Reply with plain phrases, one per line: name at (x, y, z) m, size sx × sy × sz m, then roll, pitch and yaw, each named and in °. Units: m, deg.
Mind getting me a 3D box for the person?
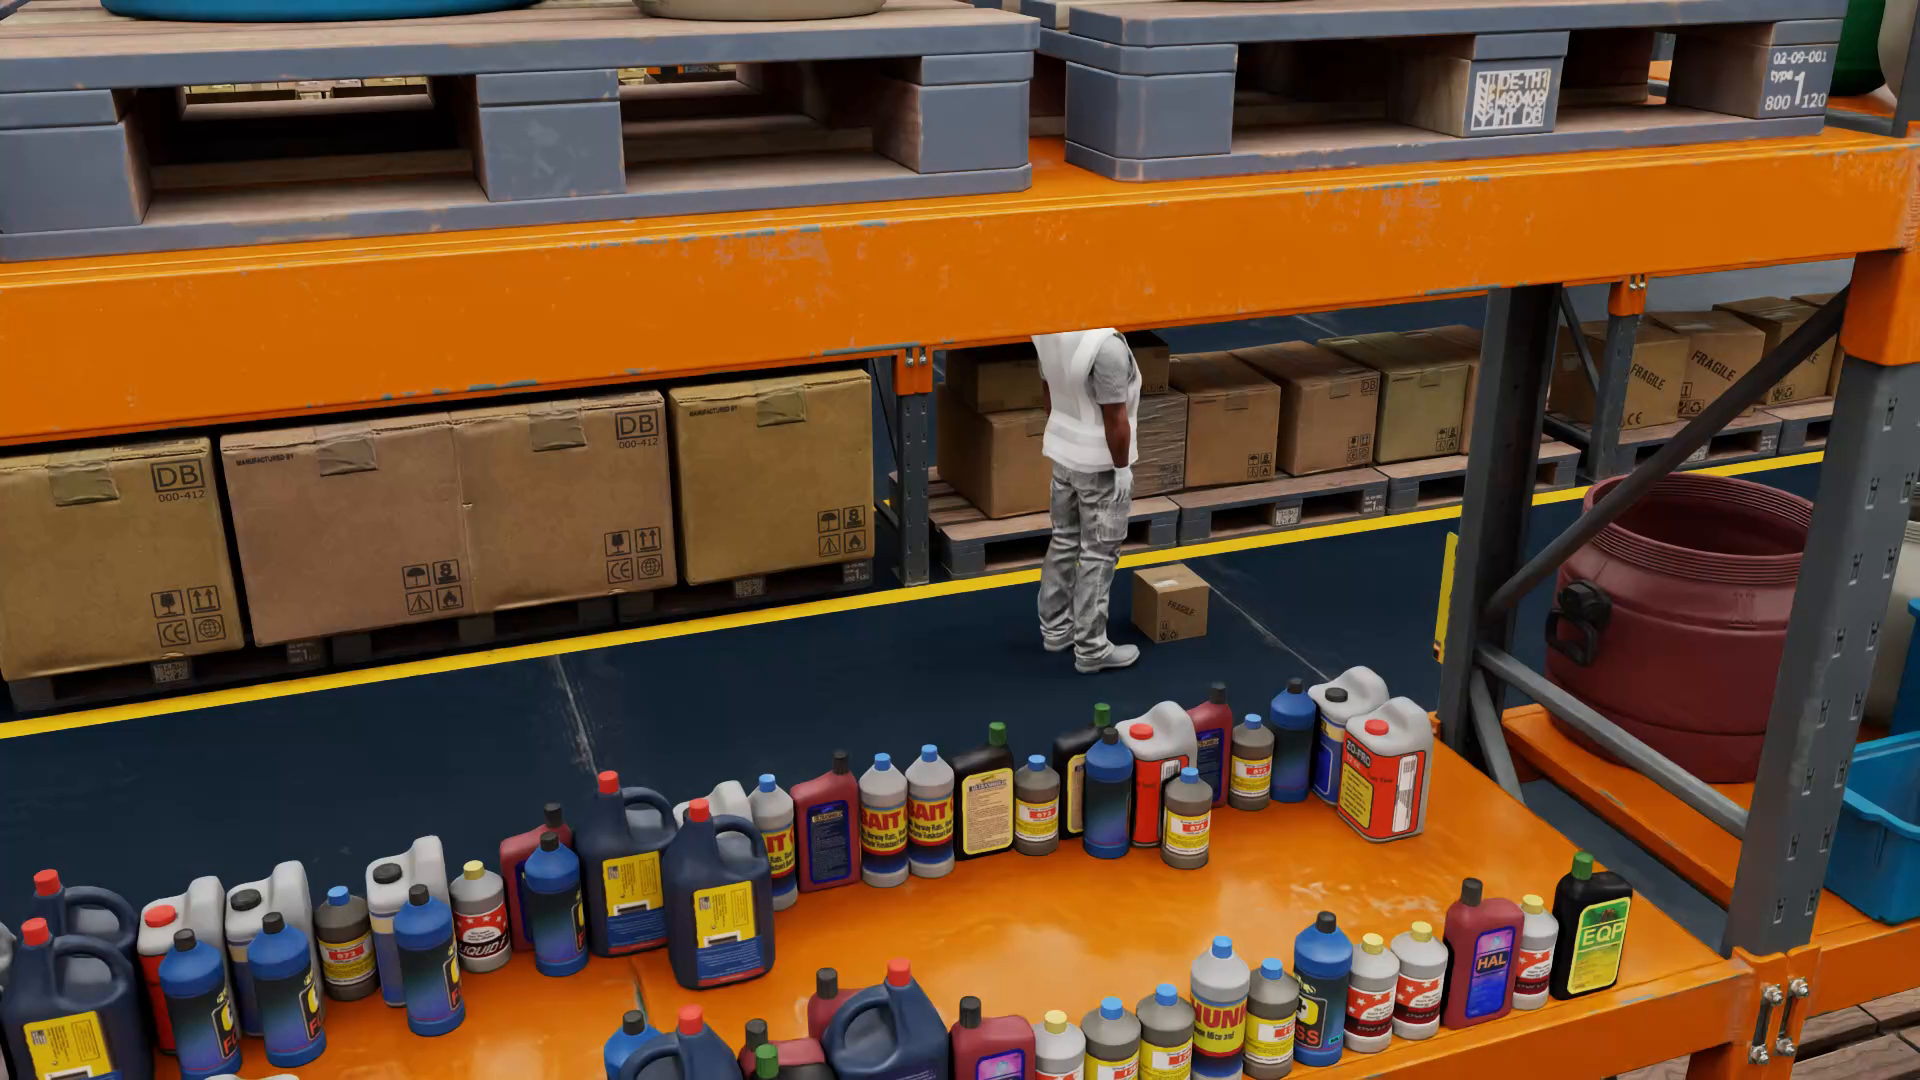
person at (0.531, -0.339, 6.886) m, size 0.357 × 1.785 × 0.548 m, roll -13°, pitch 26°, yaw -28°
